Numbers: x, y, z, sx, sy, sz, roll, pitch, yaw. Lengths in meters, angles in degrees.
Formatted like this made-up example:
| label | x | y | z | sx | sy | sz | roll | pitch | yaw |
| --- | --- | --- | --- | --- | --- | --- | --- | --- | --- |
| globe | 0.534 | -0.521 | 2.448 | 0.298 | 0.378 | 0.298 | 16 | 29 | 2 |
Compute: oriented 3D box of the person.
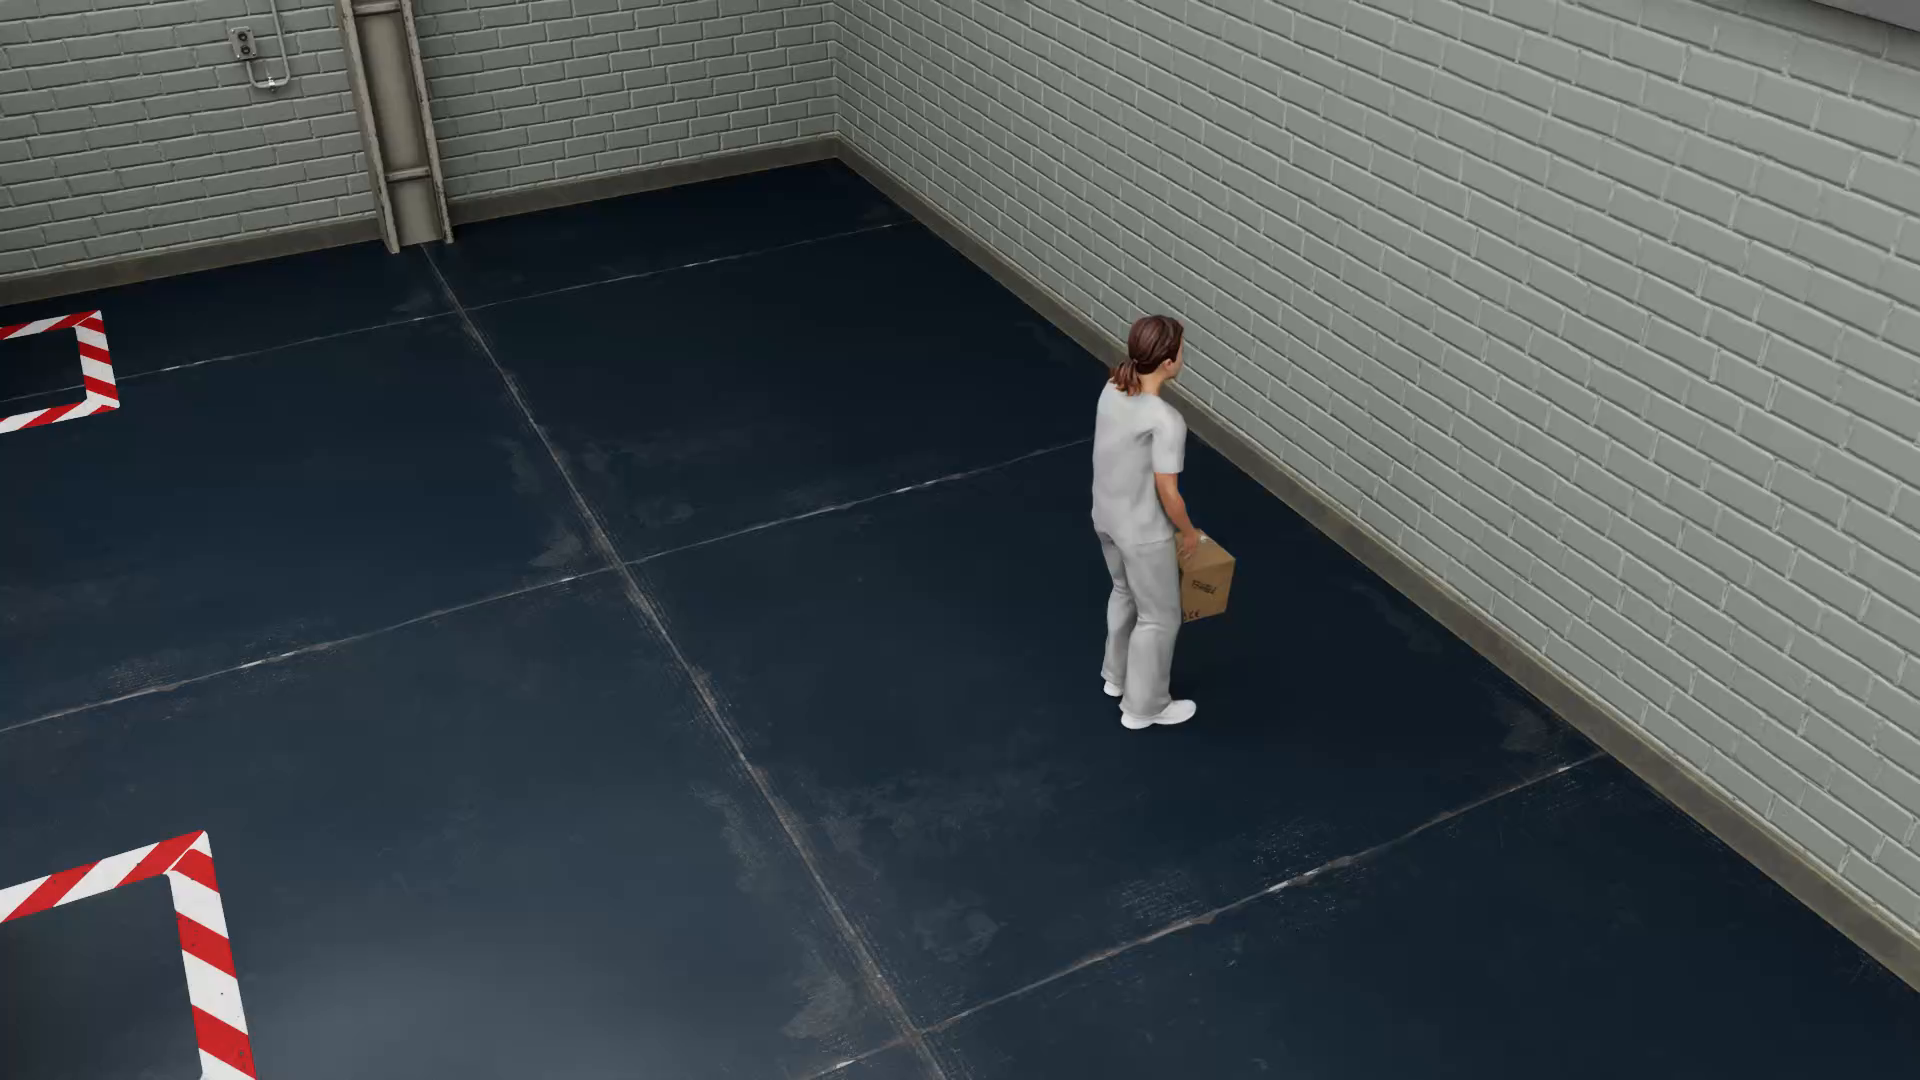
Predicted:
| label | x | y | z | sx | sy | sz | roll | pitch | yaw |
| --- | --- | --- | --- | --- | --- | --- | --- | --- | --- |
| person | 0.705 | -0.071 | 6.247 | 0.415 | 1.676 | 0.475 | -17 | 37 | -24 |
